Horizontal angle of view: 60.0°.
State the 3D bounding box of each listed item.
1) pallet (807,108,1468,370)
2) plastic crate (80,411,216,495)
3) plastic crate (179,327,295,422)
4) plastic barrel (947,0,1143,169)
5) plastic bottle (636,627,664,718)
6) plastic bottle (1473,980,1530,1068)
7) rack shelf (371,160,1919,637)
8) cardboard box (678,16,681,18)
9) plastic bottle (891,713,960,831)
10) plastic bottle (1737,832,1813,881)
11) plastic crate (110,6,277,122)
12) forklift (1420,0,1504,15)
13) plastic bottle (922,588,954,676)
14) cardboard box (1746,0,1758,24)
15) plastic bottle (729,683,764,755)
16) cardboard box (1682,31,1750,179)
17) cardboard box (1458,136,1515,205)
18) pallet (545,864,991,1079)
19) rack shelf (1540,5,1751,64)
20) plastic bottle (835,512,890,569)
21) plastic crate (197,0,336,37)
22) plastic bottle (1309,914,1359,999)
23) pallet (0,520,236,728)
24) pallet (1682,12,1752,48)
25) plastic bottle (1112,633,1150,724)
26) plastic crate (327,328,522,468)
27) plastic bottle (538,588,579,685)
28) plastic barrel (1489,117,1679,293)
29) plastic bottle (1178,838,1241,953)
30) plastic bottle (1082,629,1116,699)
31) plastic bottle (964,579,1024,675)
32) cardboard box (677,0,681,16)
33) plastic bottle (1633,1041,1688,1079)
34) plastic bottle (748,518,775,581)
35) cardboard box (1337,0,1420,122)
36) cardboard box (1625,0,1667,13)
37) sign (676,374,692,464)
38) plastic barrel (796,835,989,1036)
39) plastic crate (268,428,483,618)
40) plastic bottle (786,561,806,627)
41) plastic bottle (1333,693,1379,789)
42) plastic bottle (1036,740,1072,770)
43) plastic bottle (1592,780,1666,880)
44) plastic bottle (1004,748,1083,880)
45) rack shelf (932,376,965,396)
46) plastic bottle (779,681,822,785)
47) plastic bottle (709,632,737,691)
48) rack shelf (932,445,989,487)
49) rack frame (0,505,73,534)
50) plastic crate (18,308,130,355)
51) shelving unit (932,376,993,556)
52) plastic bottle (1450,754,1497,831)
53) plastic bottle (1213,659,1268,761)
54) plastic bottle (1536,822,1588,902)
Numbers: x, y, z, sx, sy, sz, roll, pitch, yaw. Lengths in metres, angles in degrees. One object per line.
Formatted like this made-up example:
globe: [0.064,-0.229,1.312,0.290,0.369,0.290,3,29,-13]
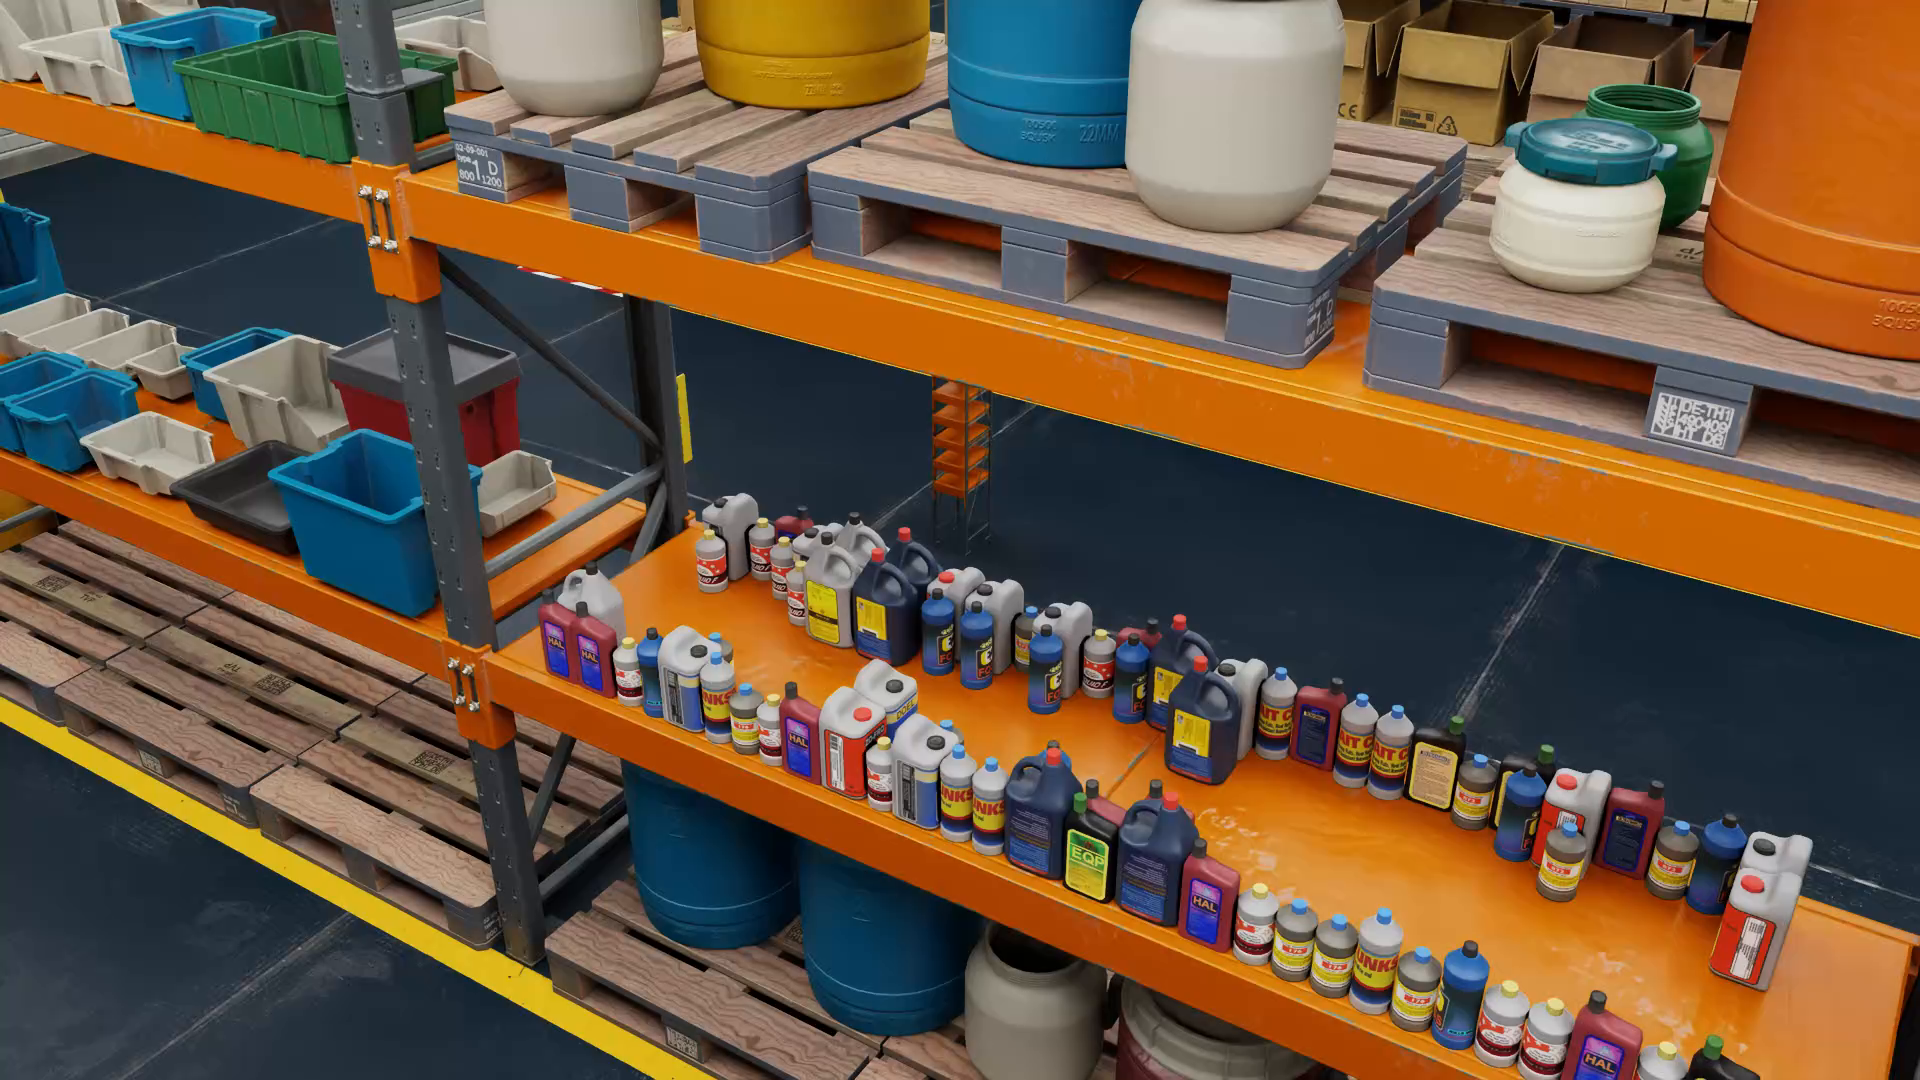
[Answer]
pallet: [0.421,-0.792,3.842,1.213,0.211,1.003,18,35,27]
plastic crate: [-2.892,-0.299,5.989,0.466,0.136,0.293,18,35,27]
plastic crate: [-2.769,-0.634,6.466,0.300,0.233,0.416,18,35,27]
plastic barrel: [0.270,-1.351,3.698,0.708,0.901,0.600,18,35,27]
plastic bottle: [-0.870,0.372,4.764,0.097,0.271,0.097,0,30,0]
plastic bottle: [1.195,1.055,3.661,0.097,0.201,0.097,0,30,0]
rack shelf: [0.437,-0.498,3.865,4.000,0.370,1.077,18,35,27]
cardboard box: [-1.460,-3.282,10.752,0.500,0.250,0.500,17,34,27]
plastic bottle: [-0.087,0.601,4.366,0.135,0.276,0.152,18,35,27]
plastic bottle: [1.936,0.822,3.987,0.135,0.276,0.152,18,35,27]
plastic crate: [-2.198,-1.380,4.828,0.300,0.233,0.416,18,35,27]
forklift: [3.560,-3.144,10.730,3.031,2.935,1.130,4,30,6]
plastic bottle: [-0.065,0.265,4.946,0.097,0.271,0.097,0,30,0]
cardboard box: [5.508,-3.608,11.290,0.250,0.149,0.380,16,34,25]
plastic bottle: [-0.592,0.490,4.630,0.097,0.201,0.097,0,30,0]
cardboard box: [3.603,-1.947,7.515,0.637,0.503,0.797,18,35,28]
cardboard box: [2.483,-1.708,8.101,0.500,0.500,0.500,17,34,26]
pallet: [-0.626,1.380,5.675,1.213,0.211,1.003,18,35,27]
rack shelf: [5.792,-3.406,11.826,4.000,0.370,1.077,18,35,27]
plastic bottle: [-0.305,0.079,5.187,0.185,0.351,0.144,18,35,27]
plastic crate: [-2.163,-1.738,5.406,0.590,0.269,0.497,18,35,27]
plastic bottle: [0.866,0.951,3.840,0.097,0.201,0.097,0,30,0]
pallet: [-3.967,0.321,7.490,1.213,0.211,1.003,18,35,27]
pallet: [5.788,-3.611,11.654,1.213,0.211,1.003,18,35,27]
plastic bottle: [0.489,0.386,4.739,0.097,0.271,0.097,0,30,0]
plastic crate: [-1.880,-0.449,5.920,0.583,0.464,0.402,18,35,27]
plastic bottle: [-1.173,0.282,4.906,0.133,0.283,0.061,18,35,27]
plastic barrel: [1.145,-0.620,3.079,0.301,0.262,0.301,0,30,0]
plastic bottle: [0.593,0.840,3.949,0.133,0.283,0.061,18,35,27]
plastic bottle: [0.408,0.355,4.862,0.097,0.201,0.097,0,30,0]
plastic bottle: [0.099,0.241,4.983,0.135,0.276,0.152,18,35,27]
cardboard box: [-1.459,-3.604,10.560,0.500,0.500,0.500,18,35,28]
plastic bottle: [1.473,1.143,3.511,0.097,0.201,0.097,0,30,0]
plastic bottle: [-0.639,0.024,5.430,0.097,0.201,0.097,0,30,0]
cardboard box: [1.921,-2.472,8.416,0.637,0.503,0.797,17,34,26]
cardboard box: [4.847,-3.816,11.647,0.250,0.149,0.380,18,35,28]
sign: [-0.963,-0.403,5.689,0.005,0.325,0.100,18,35,27]
plastic barrel: [-0.206,1.019,5.193,0.708,0.901,0.600,18,35,27]
plastic crate: [-1.834,-0.048,5.311,0.575,0.384,0.392,18,35,27]
plastic bottle: [-0.493,0.160,5.196,0.097,0.201,0.097,0,30,0]
plastic bottle: [1.070,0.534,4.486,0.097,0.271,0.097,0,30,0]
plastic bottle: [0.238,0.637,4.310,0.097,0.271,0.097,0,30,0]
plastic bottle: [1.682,0.711,4.170,0.133,0.283,0.061,18,35,27]
plastic bottle: [0.211,0.666,4.181,0.185,0.351,0.144,18,35,27]
rack shelf: [0.012,-0.787,7.782,0.180,0.103,0.258,18,35,27]
plastic bottle: [-0.421,0.519,4.499,0.133,0.283,0.061,18,35,27]
plastic bottle: [-0.707,0.363,4.848,0.097,0.201,0.097,0,30,0]
rack shelf: [0.012,-0.372,8.024,0.180,0.103,0.258,18,35,27]
rack frame: [-4.645,-1.121,7.194,0.127,3.000,1.000,18,35,27]
plastic crate: [-3.620,-0.808,6.860,0.243,0.136,0.396,18,35,27]
shelving unit: [0.012,-0.514,7.941,0.189,1.200,0.258,18,35,27]
plastic bottle: [1.348,0.652,4.353,0.097,0.201,0.097,0,30,0]
plastic bottle: [0.762,0.451,4.624,0.135,0.276,0.152,18,35,27]
plastic bottle: [1.494,0.789,4.119,0.097,0.201,0.097,0,30,0]
